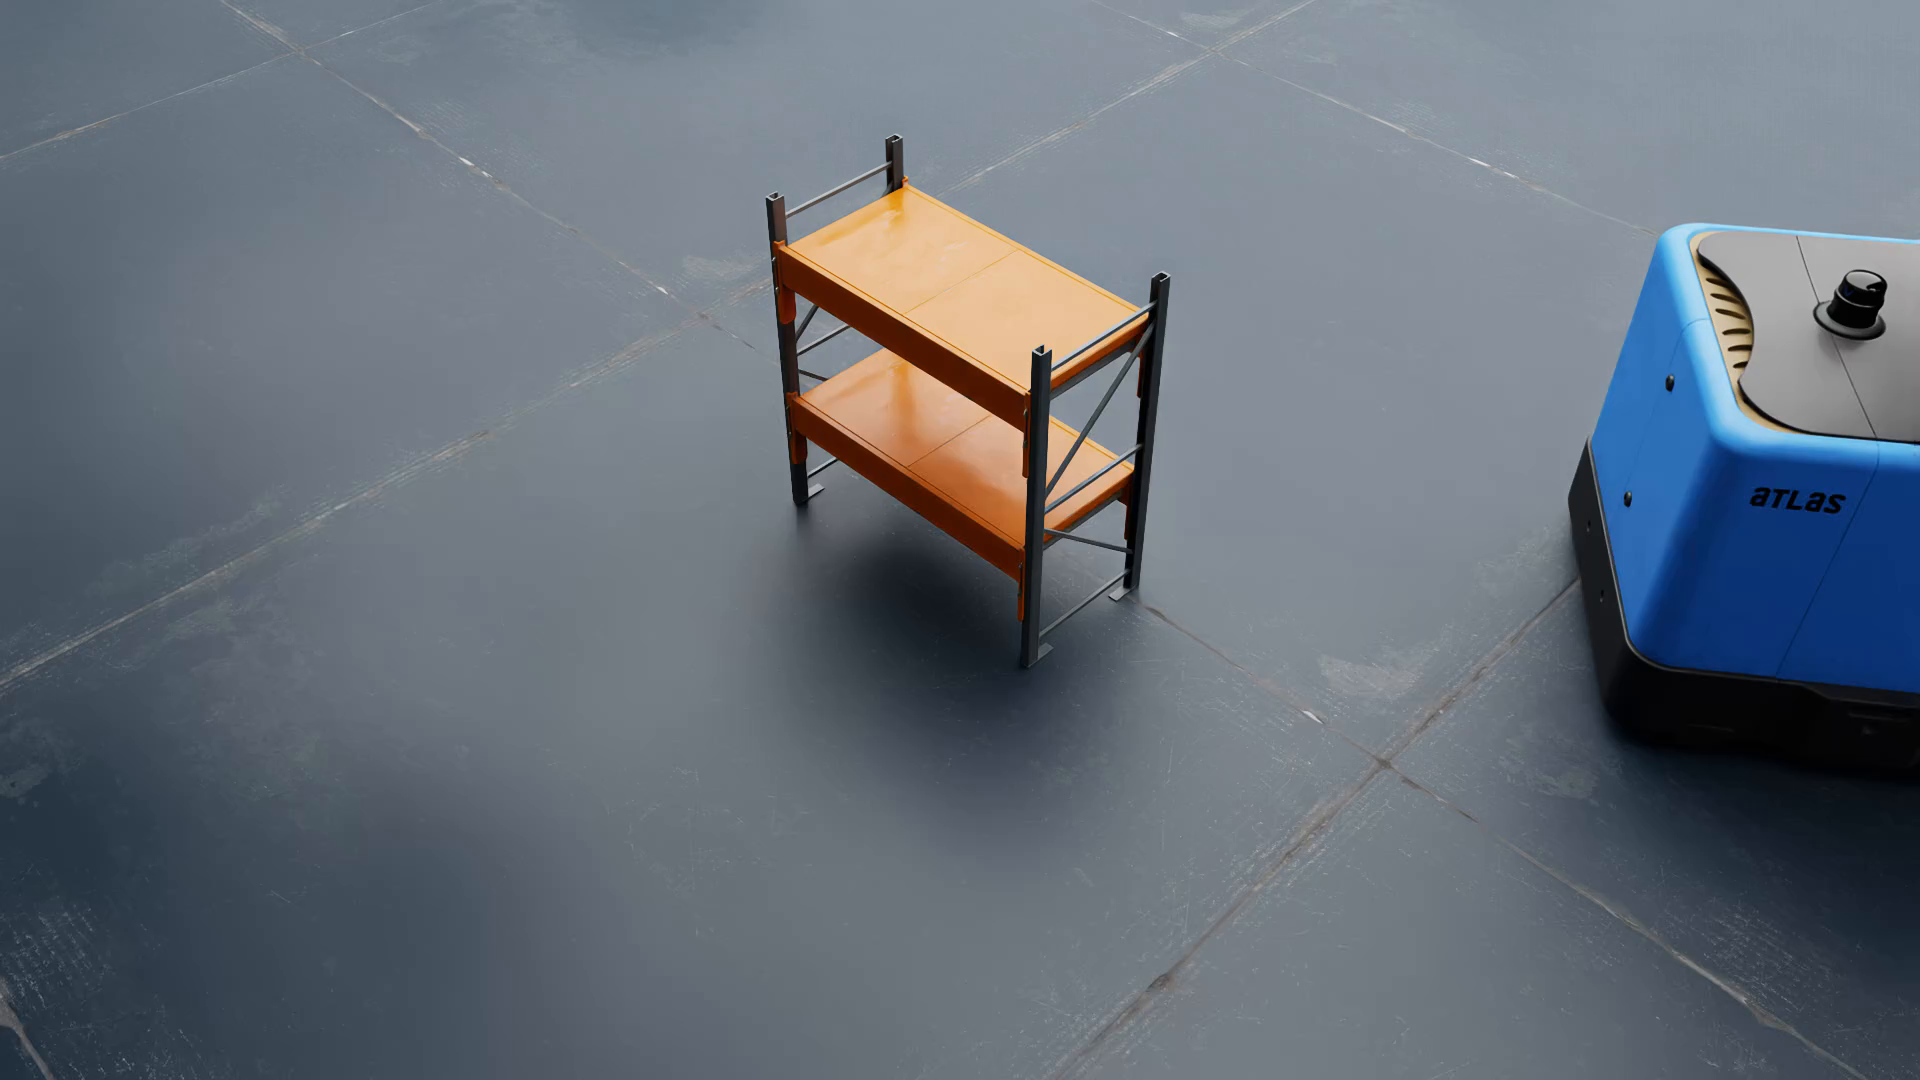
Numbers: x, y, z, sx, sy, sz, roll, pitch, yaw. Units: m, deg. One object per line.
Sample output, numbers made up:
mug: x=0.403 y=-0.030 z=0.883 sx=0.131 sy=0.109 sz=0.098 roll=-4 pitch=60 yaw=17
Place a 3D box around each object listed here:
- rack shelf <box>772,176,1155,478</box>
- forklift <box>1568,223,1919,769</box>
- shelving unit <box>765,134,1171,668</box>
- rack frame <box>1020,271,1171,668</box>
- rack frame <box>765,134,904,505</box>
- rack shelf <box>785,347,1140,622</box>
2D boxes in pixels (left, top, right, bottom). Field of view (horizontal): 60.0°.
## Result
rack shelf: x=0.005 y=-0.625 z=4.666 sx=0.538 sy=0.278 sz=1.000 roll=-34 pitch=53 yaw=-31
forklift: x=3.362 y=-0.708 z=3.856 sx=3.031 sy=2.935 sz=1.130 roll=6 pitch=43 yaw=6
shelving unit: x=0.005 y=-0.410 z=4.865 sx=0.538 sy=1.125 sz=1.048 roll=-34 pitch=53 yaw=-31
rack frame: x=0.364 y=-0.166 z=4.600 sx=0.500 sy=1.125 sz=0.032 roll=-34 pitch=53 yaw=-31
rack frame: x=-0.354 y=-0.654 z=5.129 sx=0.500 sy=1.125 sz=0.032 roll=-34 pitch=53 yaw=-31
rack shelf: x=0.005 y=-0.230 z=5.031 sx=0.538 sy=0.278 sz=1.000 roll=-34 pitch=53 yaw=-31
